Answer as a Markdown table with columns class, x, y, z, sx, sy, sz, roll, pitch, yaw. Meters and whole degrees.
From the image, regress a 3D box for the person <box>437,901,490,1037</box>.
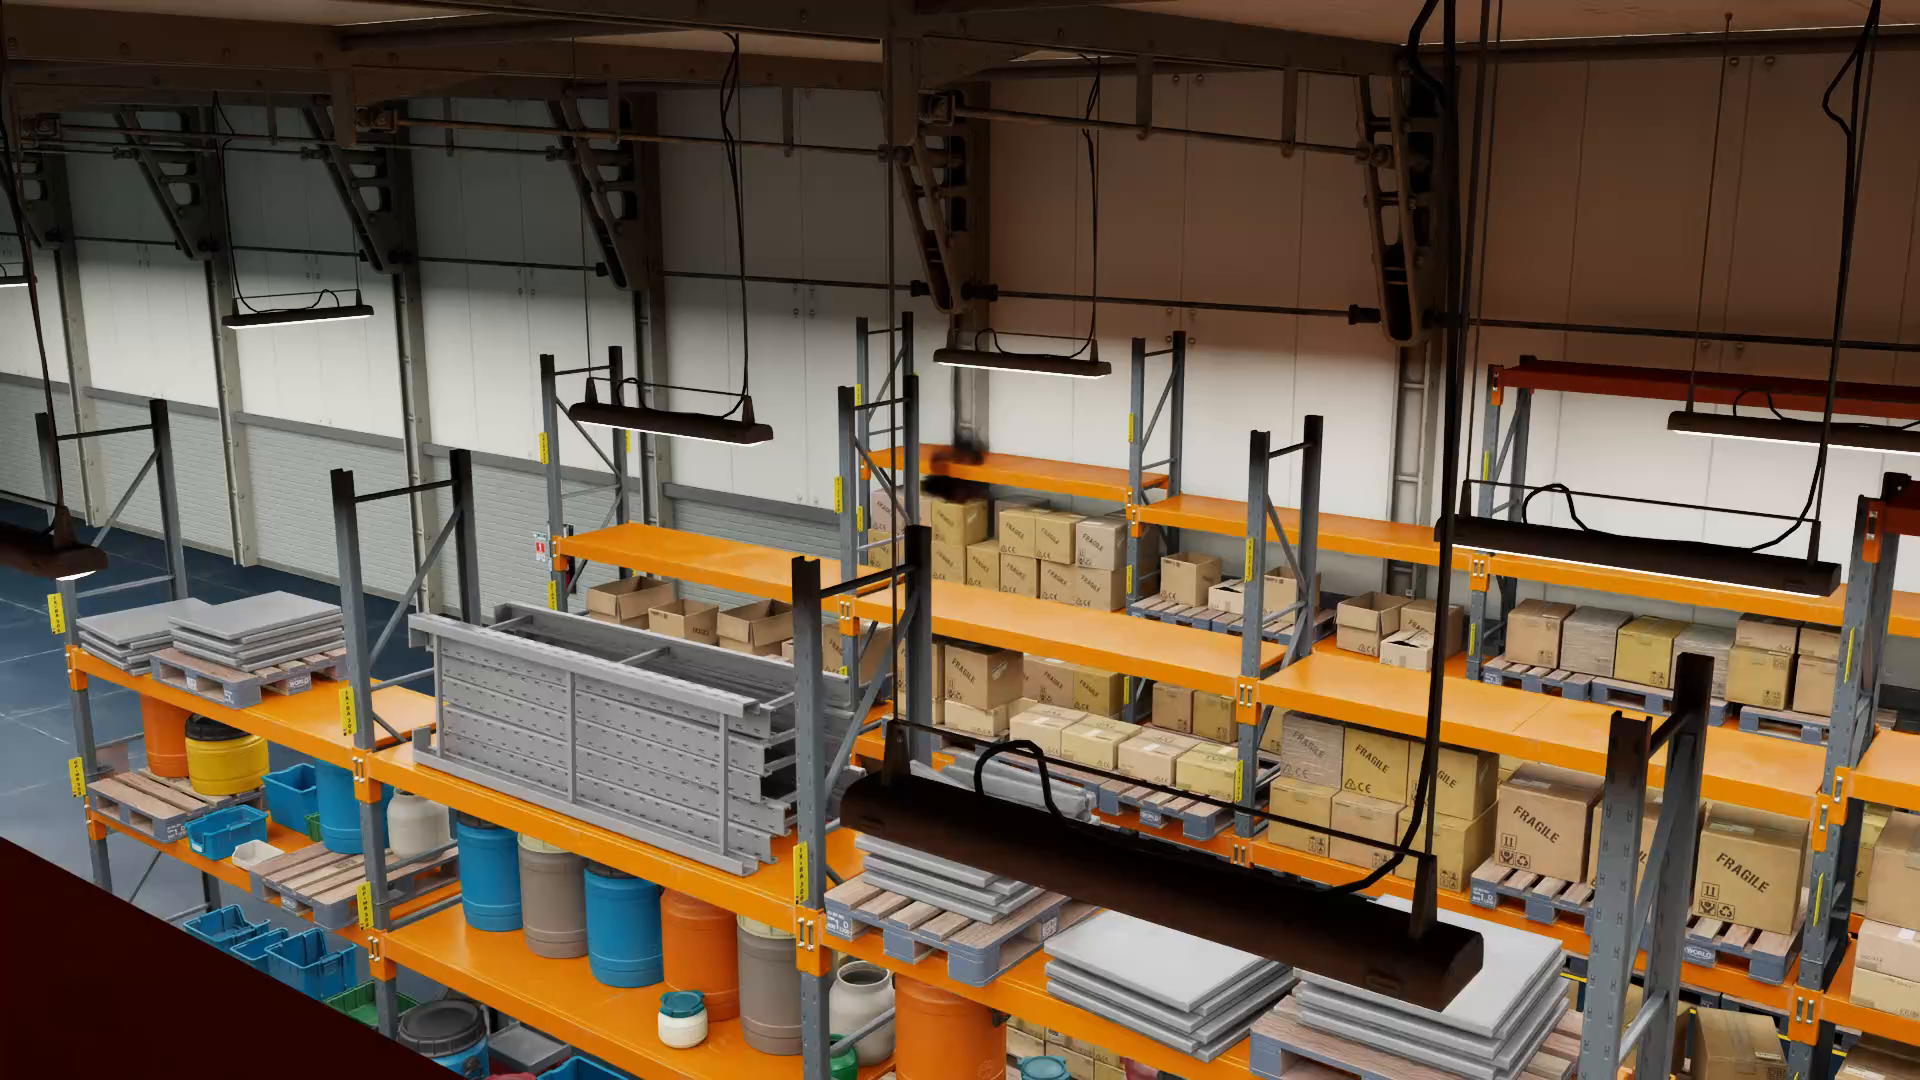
| class | x | y | z | sx | sy | sz | roll | pitch | yaw |
| --- | --- | --- | --- | --- | --- | --- | --- | --- | --- |
| person | -4.449 | 3.842 | 14.925 | 0.591 | 1.736 | 0.668 | 7 | 15 | 27 |
